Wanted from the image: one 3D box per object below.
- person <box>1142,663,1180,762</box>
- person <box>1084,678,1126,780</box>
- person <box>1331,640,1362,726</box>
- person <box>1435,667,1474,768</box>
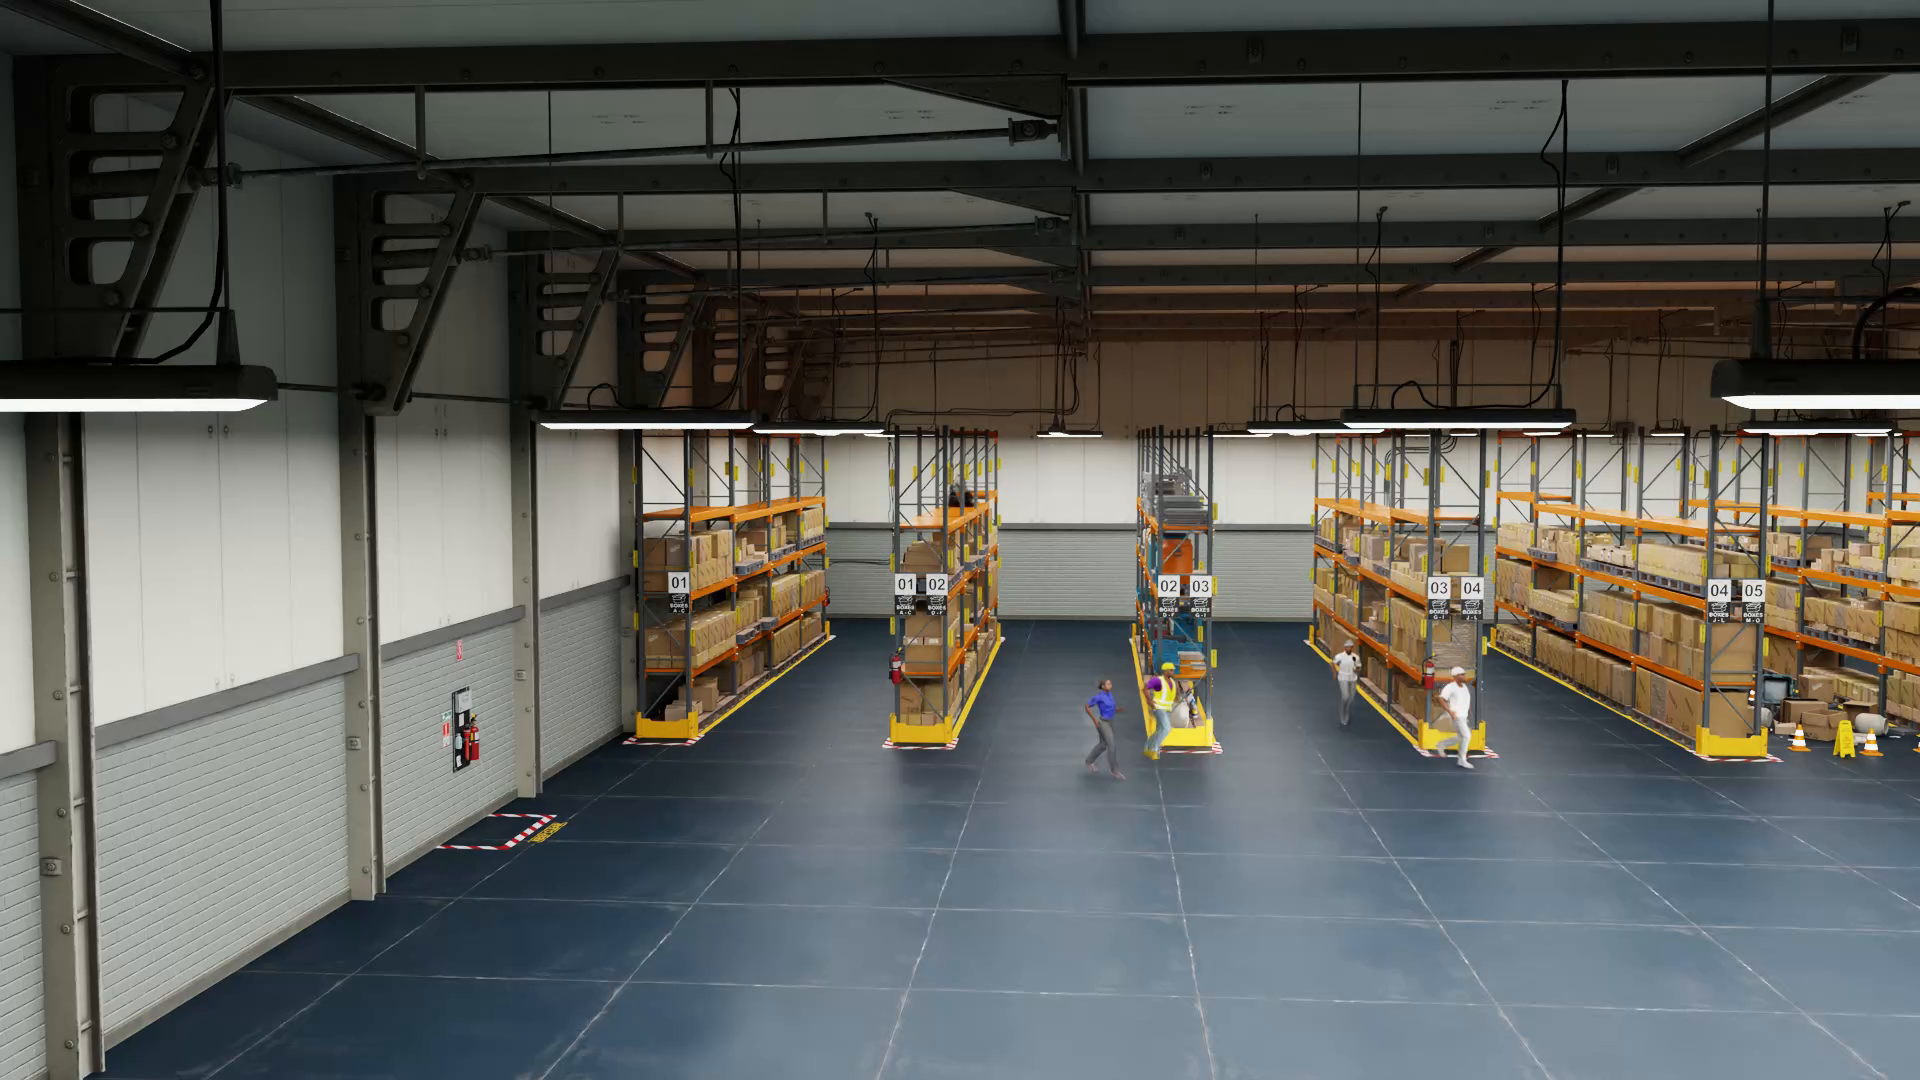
[{"bbox_3d":[3.640,3.085,29.949,0.652,1.756,0.773,3,4,39],"label":"person"},{"bbox_3d":[2.458,3.184,28.234,0.866,1.688,0.563,2,4,32],"label":"person"},{"bbox_3d":[7.805,2.870,33.508,0.543,1.741,0.725,0,3,-5],"label":"person"},{"bbox_3d":[8.750,3.103,29.336,0.763,1.738,0.727,3,5,44],"label":"person"}]
